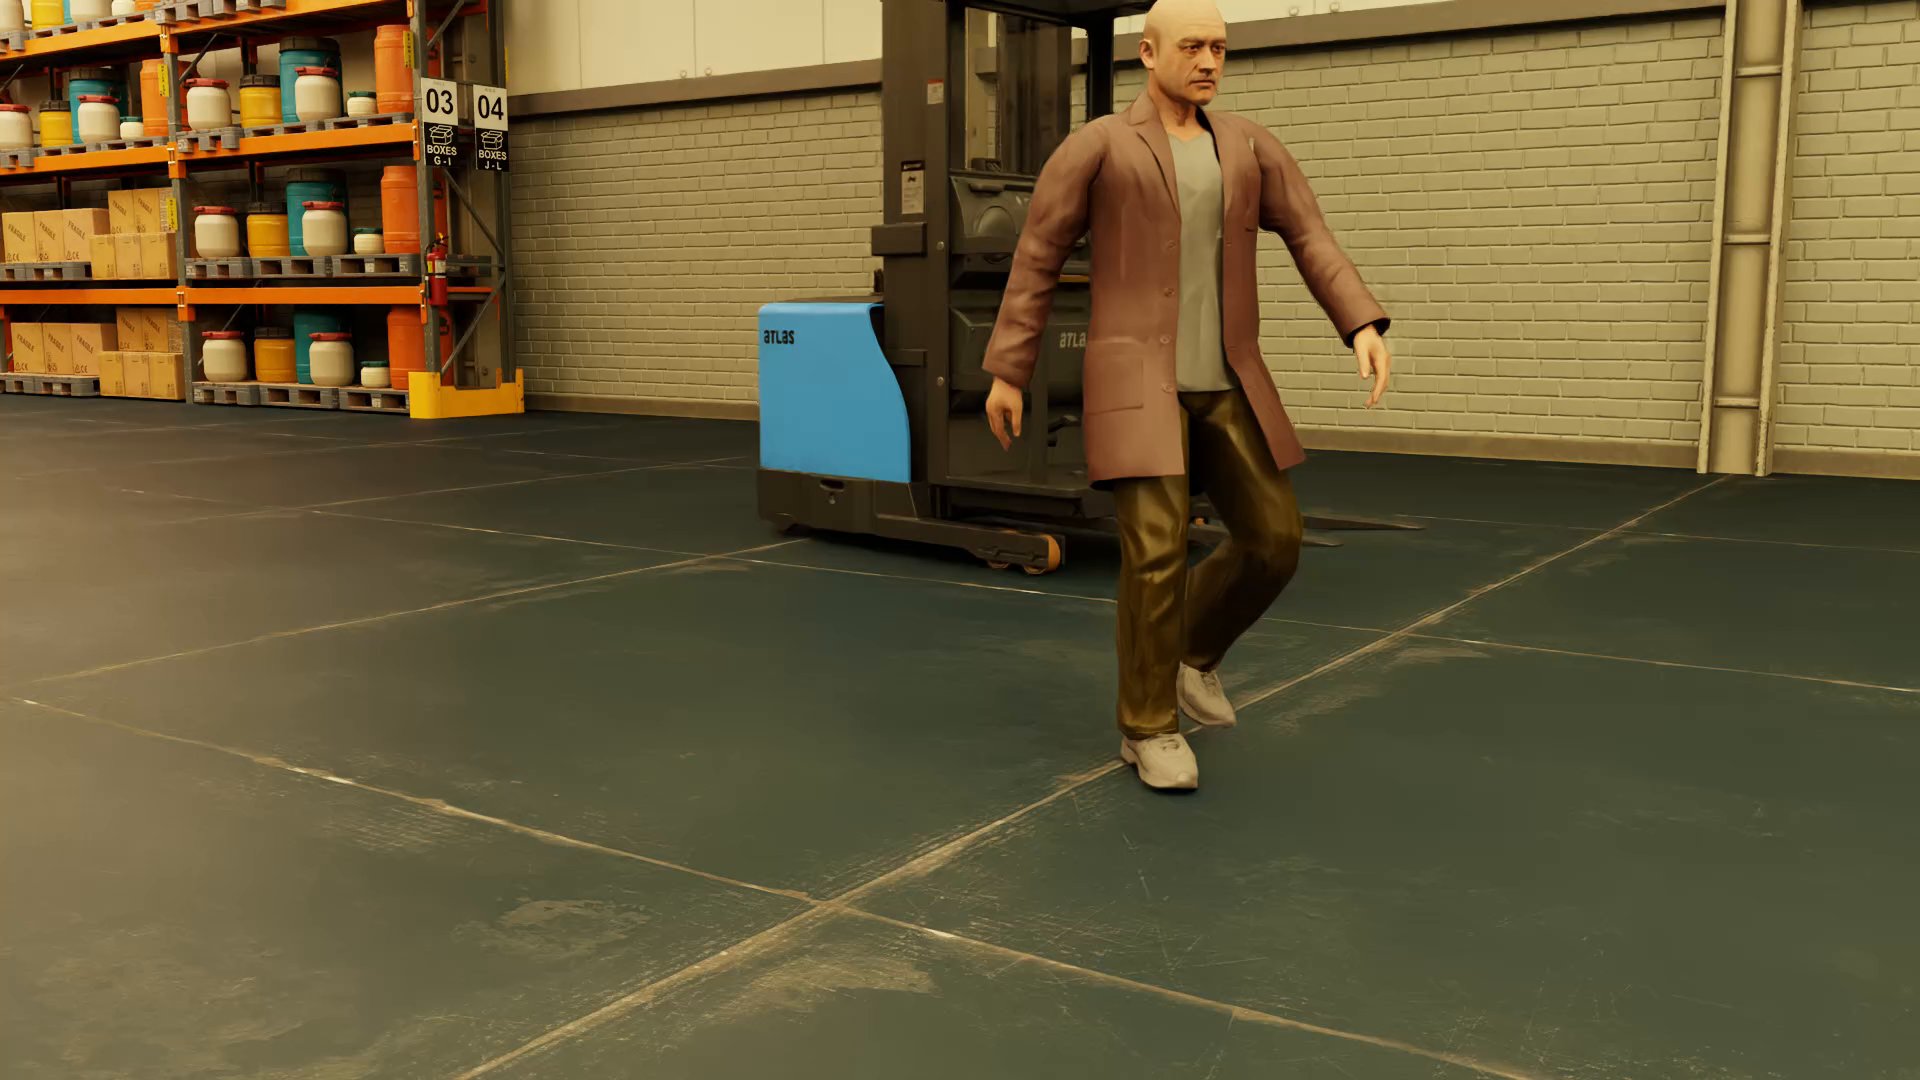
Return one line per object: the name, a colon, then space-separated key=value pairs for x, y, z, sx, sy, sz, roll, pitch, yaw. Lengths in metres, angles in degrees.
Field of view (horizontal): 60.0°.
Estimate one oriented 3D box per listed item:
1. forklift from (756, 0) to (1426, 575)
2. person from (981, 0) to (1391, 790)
forklift: x=0.459 y=-1.393 z=6.987 sx=3.031 sy=2.935 sz=1.130 roll=8 pitch=11 yaw=43
person: x=0.496 y=-0.353 z=3.849 sx=0.852 sy=1.761 sz=0.641 roll=-3 pitch=9 yaw=-18
